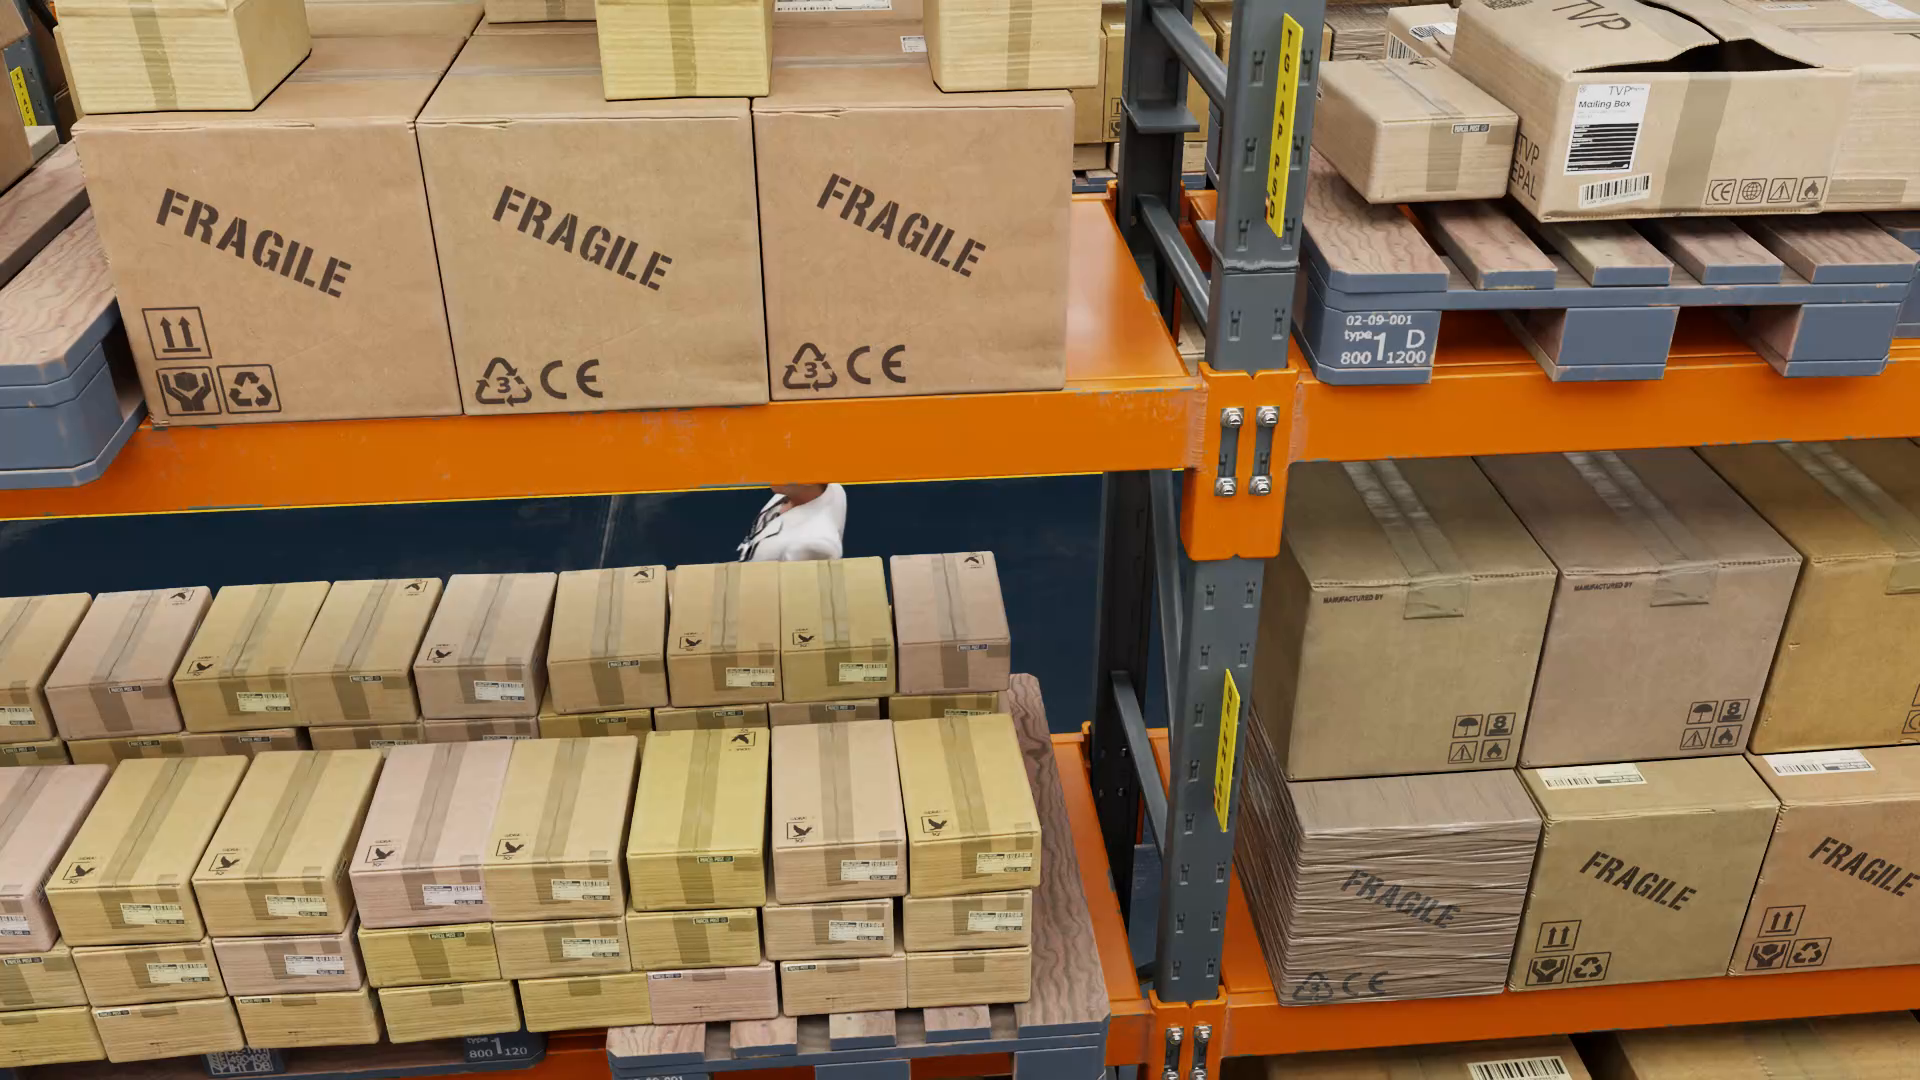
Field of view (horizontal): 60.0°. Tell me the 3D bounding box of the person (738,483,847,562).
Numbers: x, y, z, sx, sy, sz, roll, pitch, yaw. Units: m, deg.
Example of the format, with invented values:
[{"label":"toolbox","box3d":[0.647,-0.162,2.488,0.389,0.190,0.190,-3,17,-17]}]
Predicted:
[{"label":"person","box3d":[-0.629,0.407,5.466,0.554,1.769,0.531,-3,31,-4]}]
